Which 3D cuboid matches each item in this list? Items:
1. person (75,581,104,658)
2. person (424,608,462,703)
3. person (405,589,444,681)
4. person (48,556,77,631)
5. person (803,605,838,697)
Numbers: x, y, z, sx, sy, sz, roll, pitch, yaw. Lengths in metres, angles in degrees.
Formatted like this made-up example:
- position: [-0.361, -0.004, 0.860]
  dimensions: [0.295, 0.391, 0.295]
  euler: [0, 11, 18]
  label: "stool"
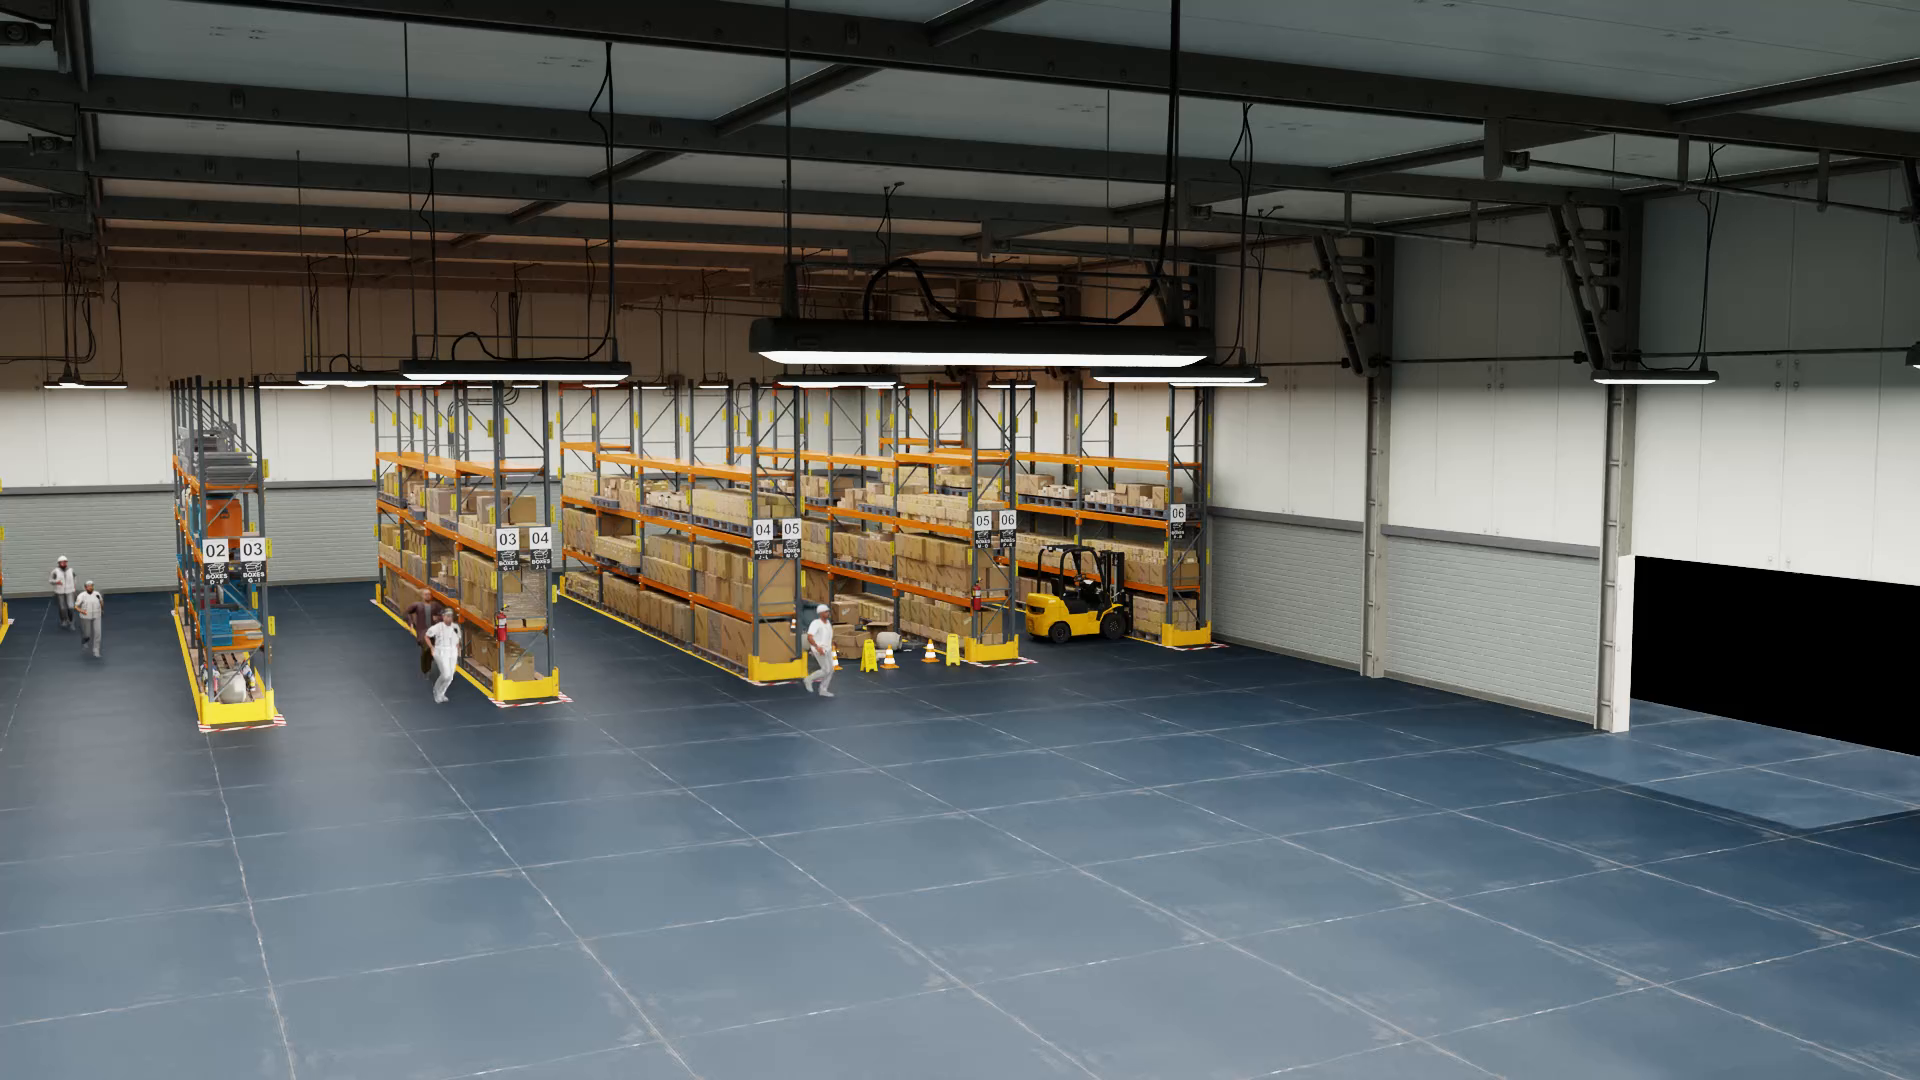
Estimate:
- position: [-18.873, 1.708, 36.111]
  dimensions: [0.609, 1.647, 0.825]
  euler: [-5, 7, -42]
  label: "person"
- position: [-9.473, 2.132, 30.709]
  dimensions: [0.657, 1.753, 0.637]
  euler: [5, 7, 44]
  label: "person"
- position: [-10.638, 1.892, 33.189]
  dimensions: [0.670, 1.842, 0.830]
  euler: [-4, 6, -36]
  label: "person"
- position: [-21.587, 1.295, 40.059]
  dimensions: [0.638, 1.831, 0.763]
  euler: [-3, 6, -33]
  label: "person"
- position: [-2.632, 2.076, 31.369]
  dimensions: [0.567, 1.738, 0.720]
  euler: [2, 6, 23]
  label: "person"
